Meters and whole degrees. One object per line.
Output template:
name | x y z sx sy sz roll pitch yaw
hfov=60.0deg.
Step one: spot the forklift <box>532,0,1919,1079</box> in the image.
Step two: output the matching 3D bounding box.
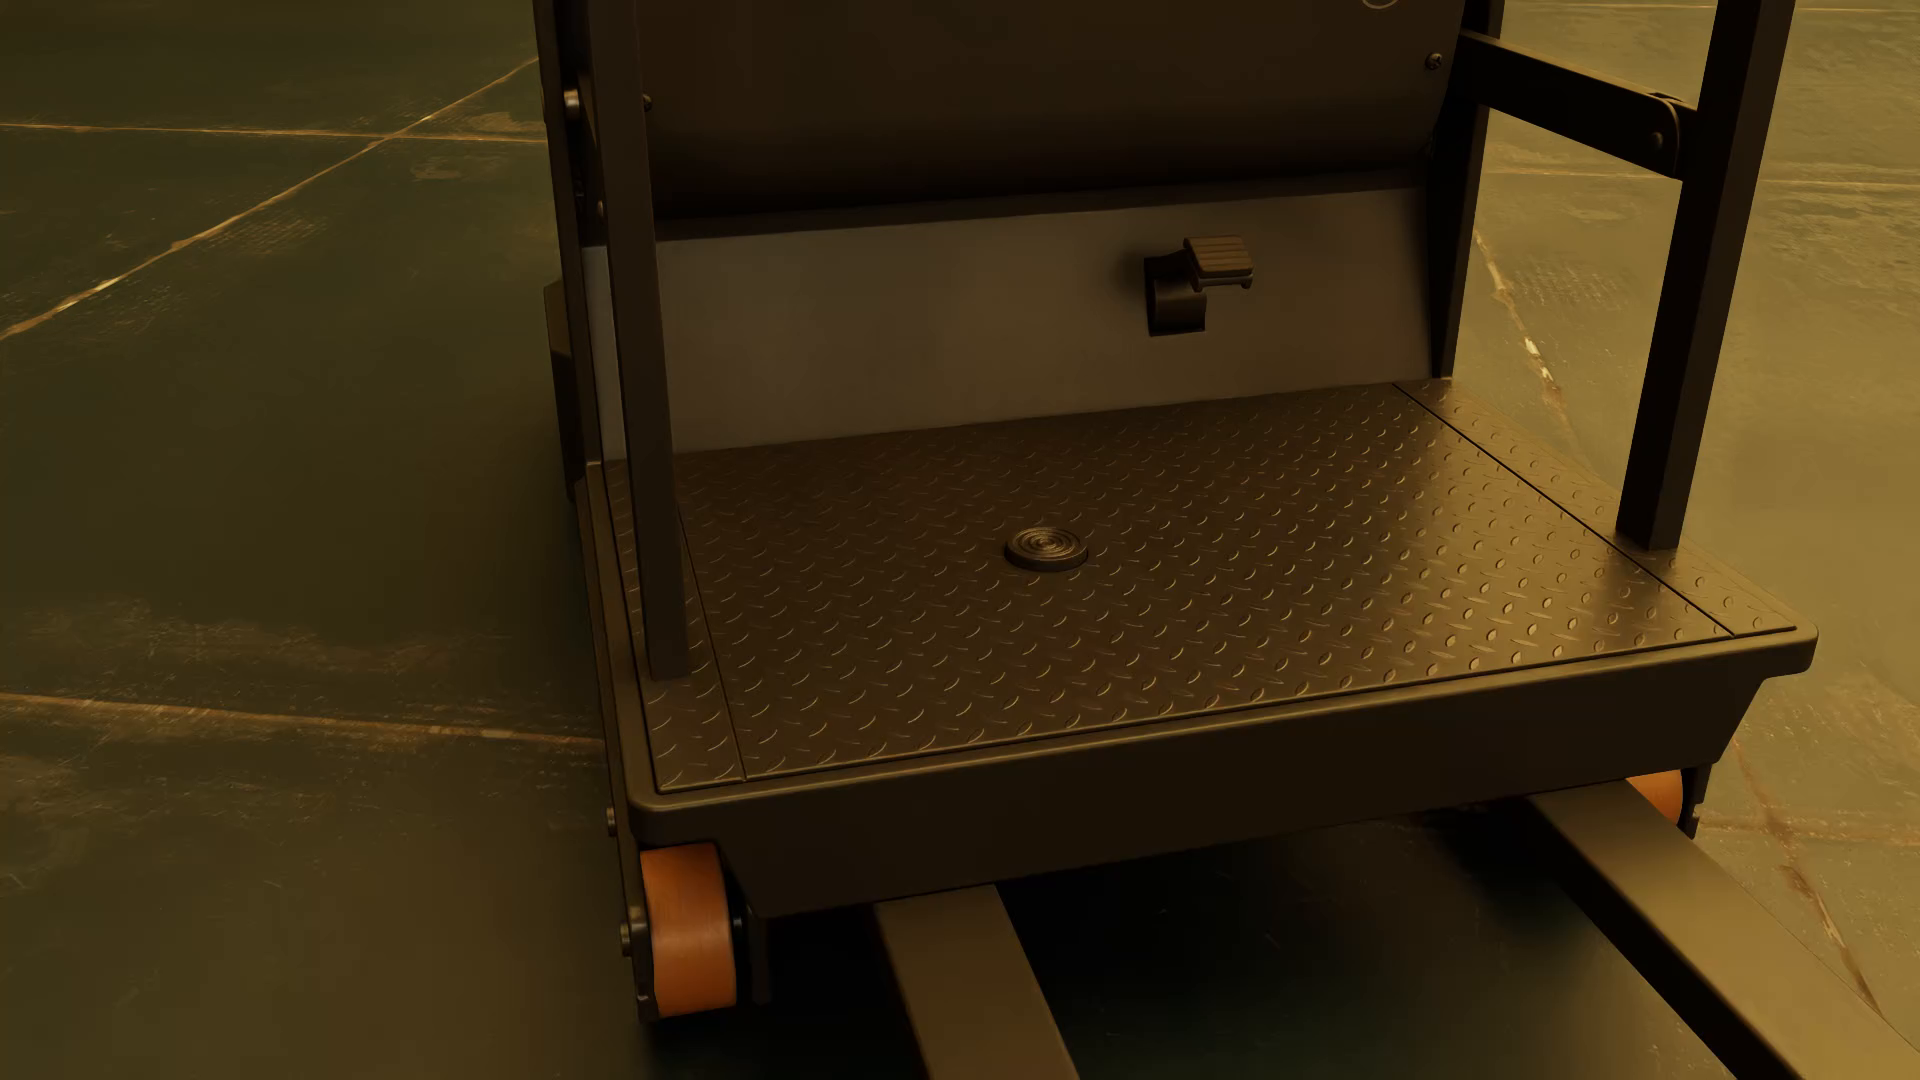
forklift | 0.153 -1.049 1.319 1.130 2.935 3.031 -7 27 -13
